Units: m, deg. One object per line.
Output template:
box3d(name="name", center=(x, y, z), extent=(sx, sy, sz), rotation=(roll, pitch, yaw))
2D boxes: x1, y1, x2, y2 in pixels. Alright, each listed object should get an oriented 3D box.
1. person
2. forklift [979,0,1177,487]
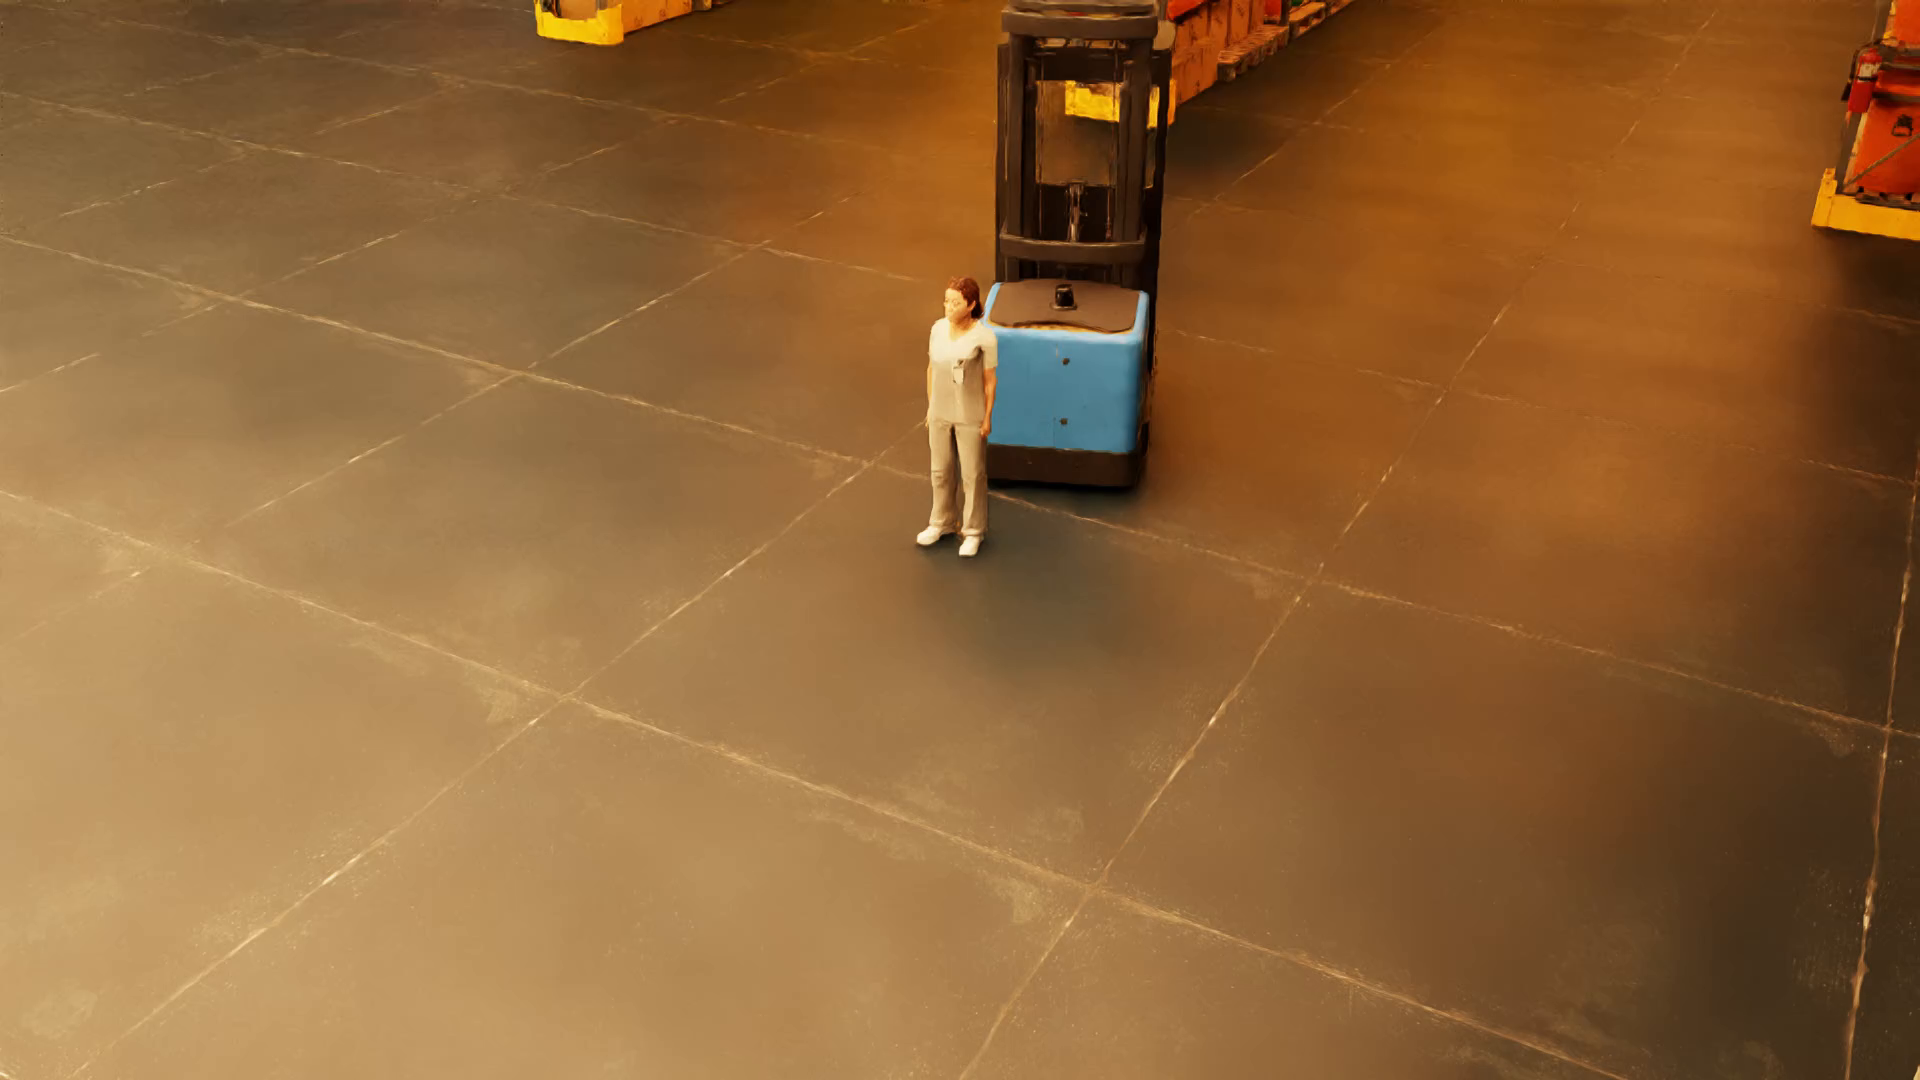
box3d(name="person", center=(-0.003, -0.720, 9.578), extent=(0.432, 1.673, 0.365), rotation=(15, 33, 25))
box3d(name="forklift", center=(0.817, -2.319, 11.088), extent=(1.130, 2.935, 3.031), rotation=(4, 30, 8))
